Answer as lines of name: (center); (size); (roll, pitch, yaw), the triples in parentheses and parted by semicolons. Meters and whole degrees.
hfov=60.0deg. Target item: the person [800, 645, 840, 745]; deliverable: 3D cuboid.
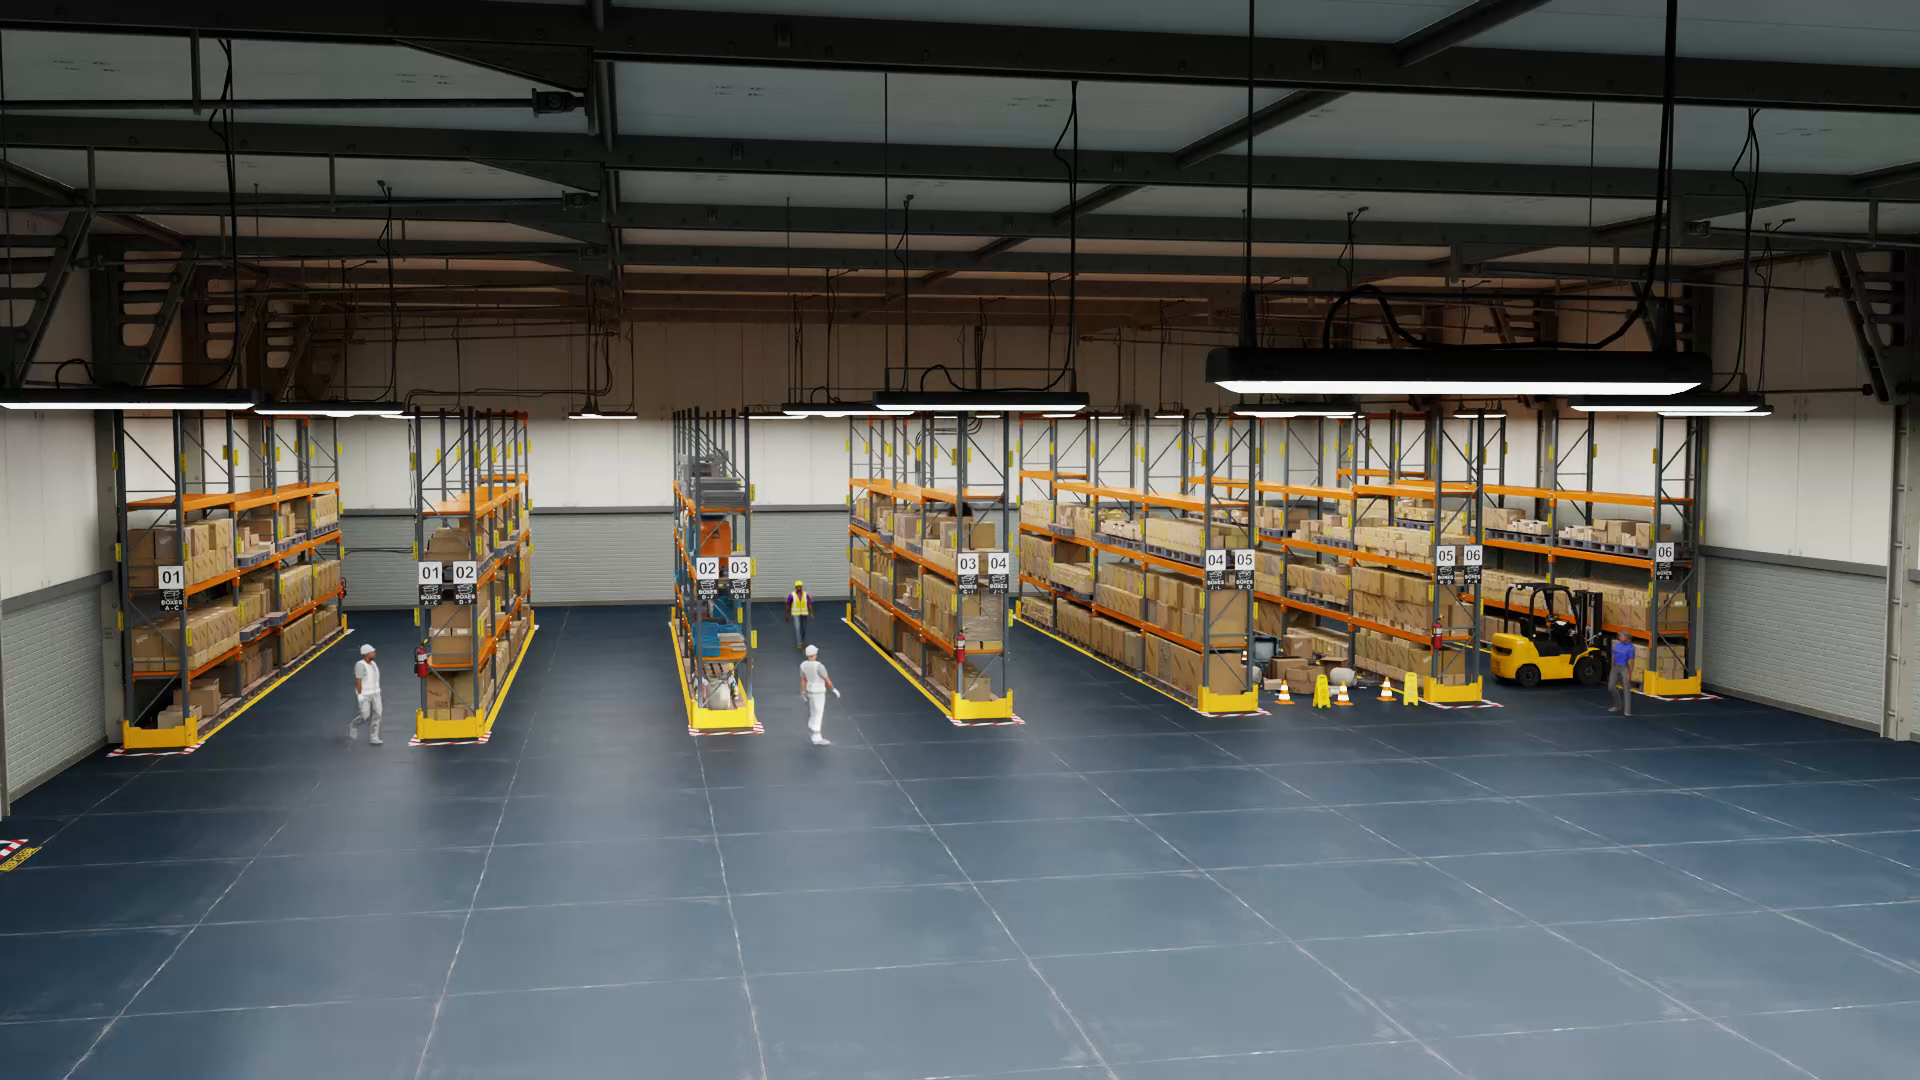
person: (-2.498, 2.733, 29.517); (0.646, 1.783, 0.597); (-2, 5, -29)

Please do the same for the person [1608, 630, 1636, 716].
person: (12.958, 2.592, 32.543); (0.393, 1.694, 0.551); (-3, 5, -36)

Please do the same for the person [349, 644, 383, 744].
person: (-10.522, 2.731, 29.503); (0.636, 1.769, 0.578); (3, 5, 33)

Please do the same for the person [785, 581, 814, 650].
person: (-4.043, 1.890, 41.933); (0.687, 1.725, 1.080); (-1, 4, -15)
